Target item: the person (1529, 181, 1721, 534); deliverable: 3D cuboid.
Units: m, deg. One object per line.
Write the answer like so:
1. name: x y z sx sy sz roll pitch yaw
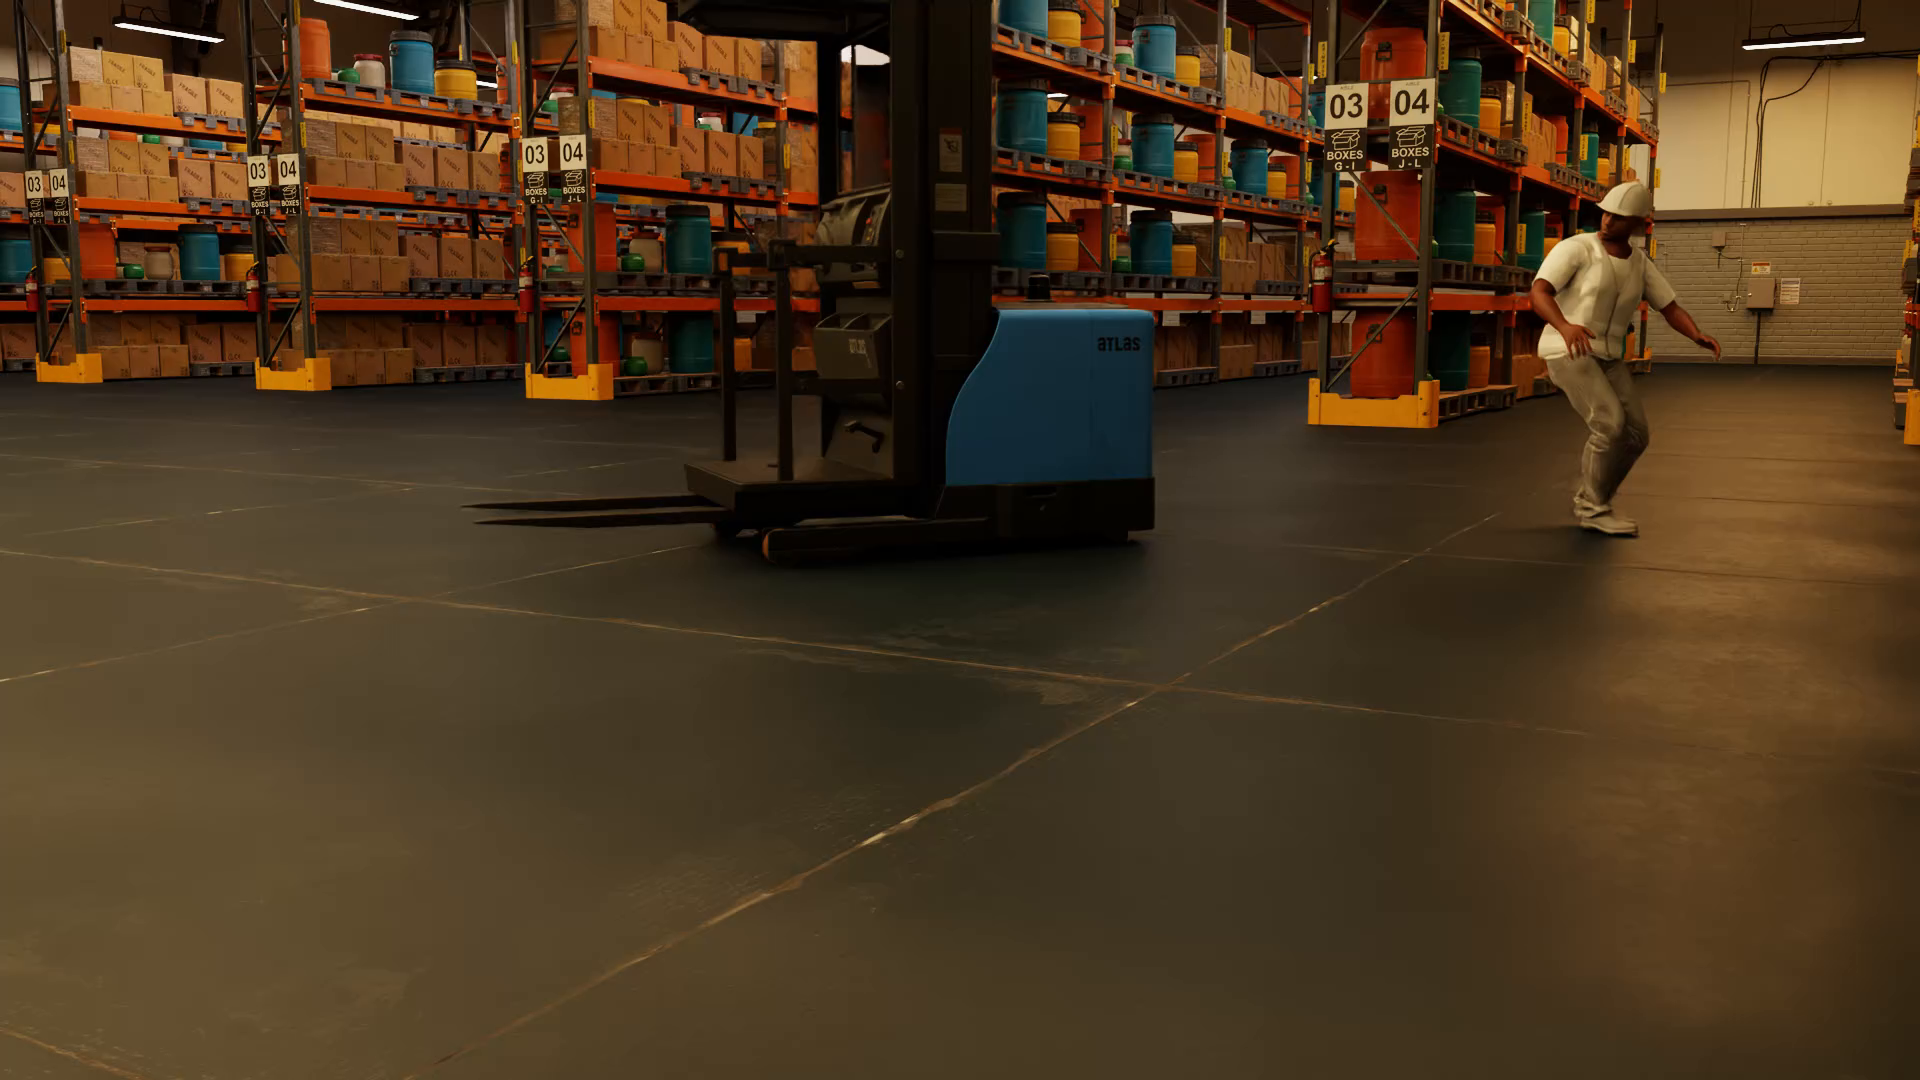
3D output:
1. person: 3.178 -0.863 7.996 0.832 1.693 0.707 -5 9 -31

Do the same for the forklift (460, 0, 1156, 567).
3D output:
1. forklift: -0.667 -1.421 7.387 3.031 2.935 1.130 -3 8 -21
